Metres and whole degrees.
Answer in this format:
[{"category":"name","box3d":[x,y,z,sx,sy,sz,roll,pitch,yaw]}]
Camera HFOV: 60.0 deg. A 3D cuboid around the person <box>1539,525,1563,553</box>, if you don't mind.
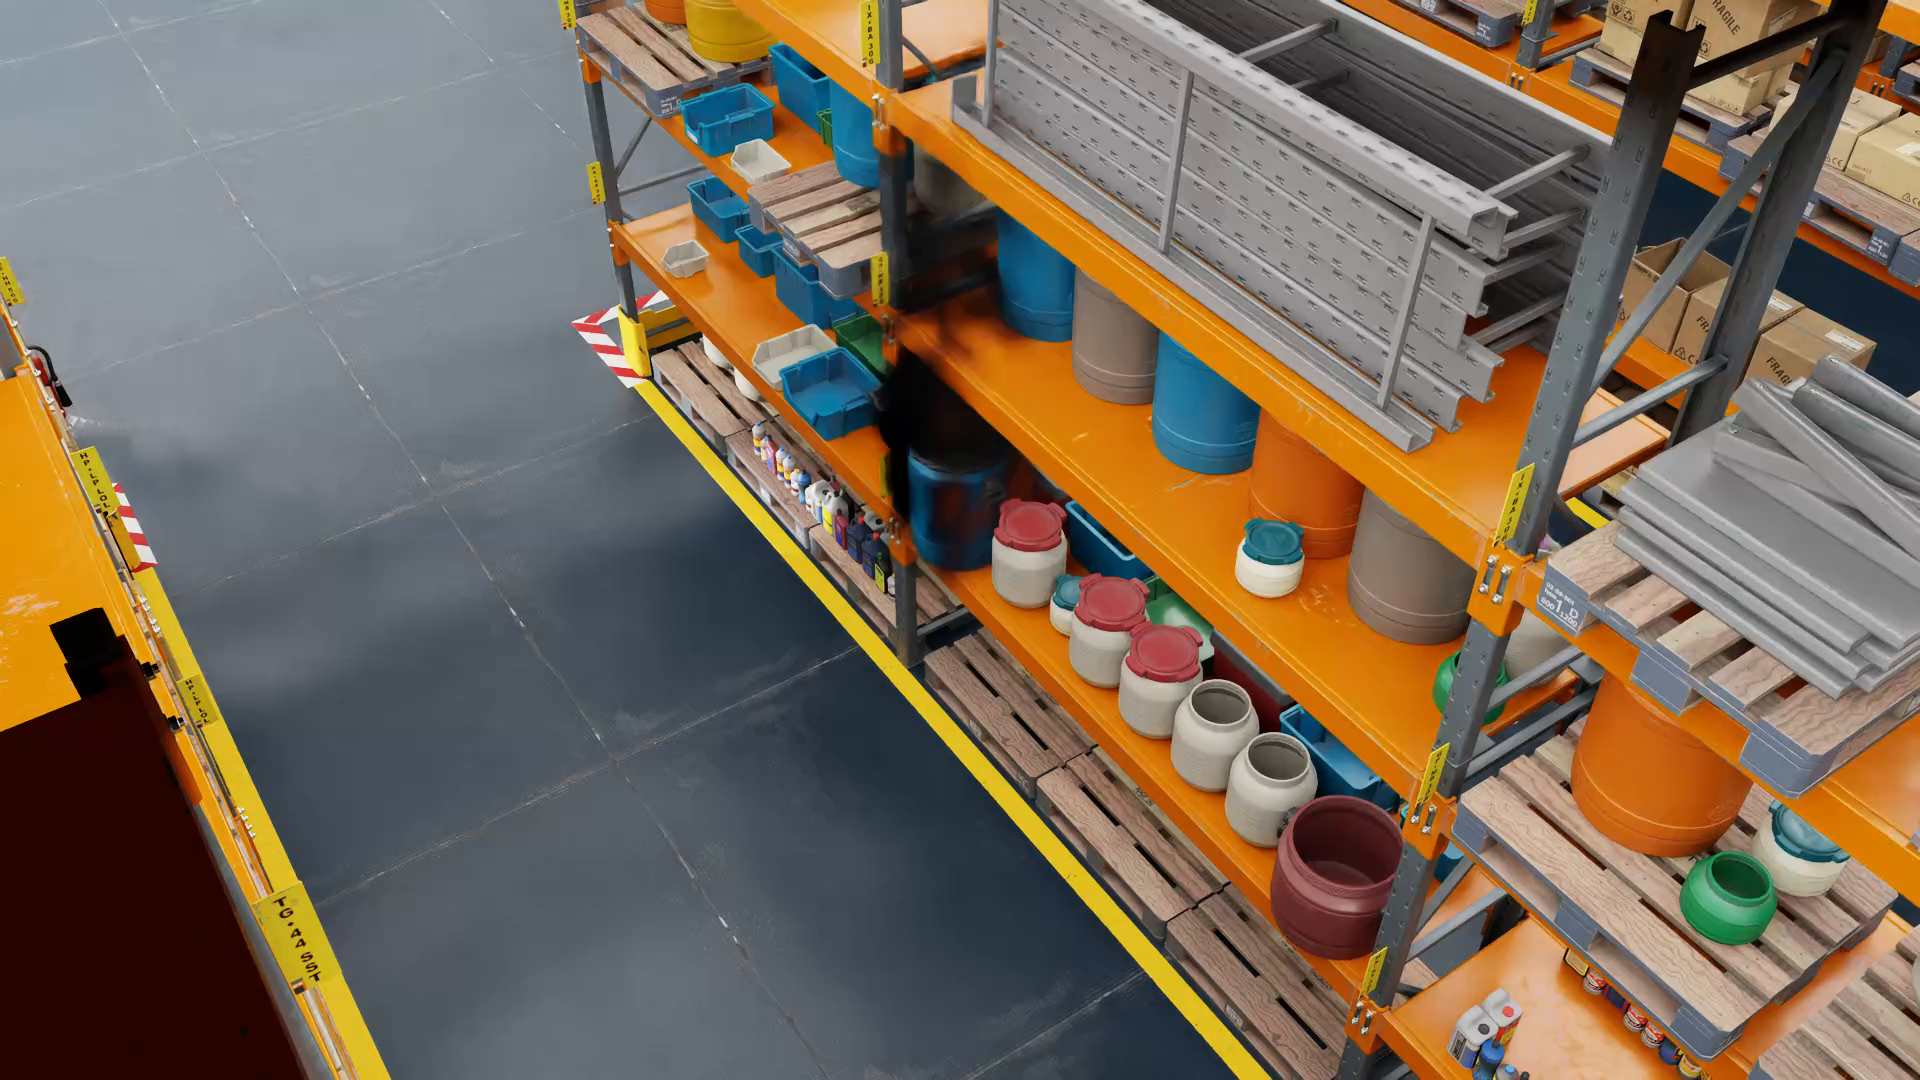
[{"category":"person","box3d":[3.155,0.411,9.746,0.622,1.629,0.519,28,49,27]}]
